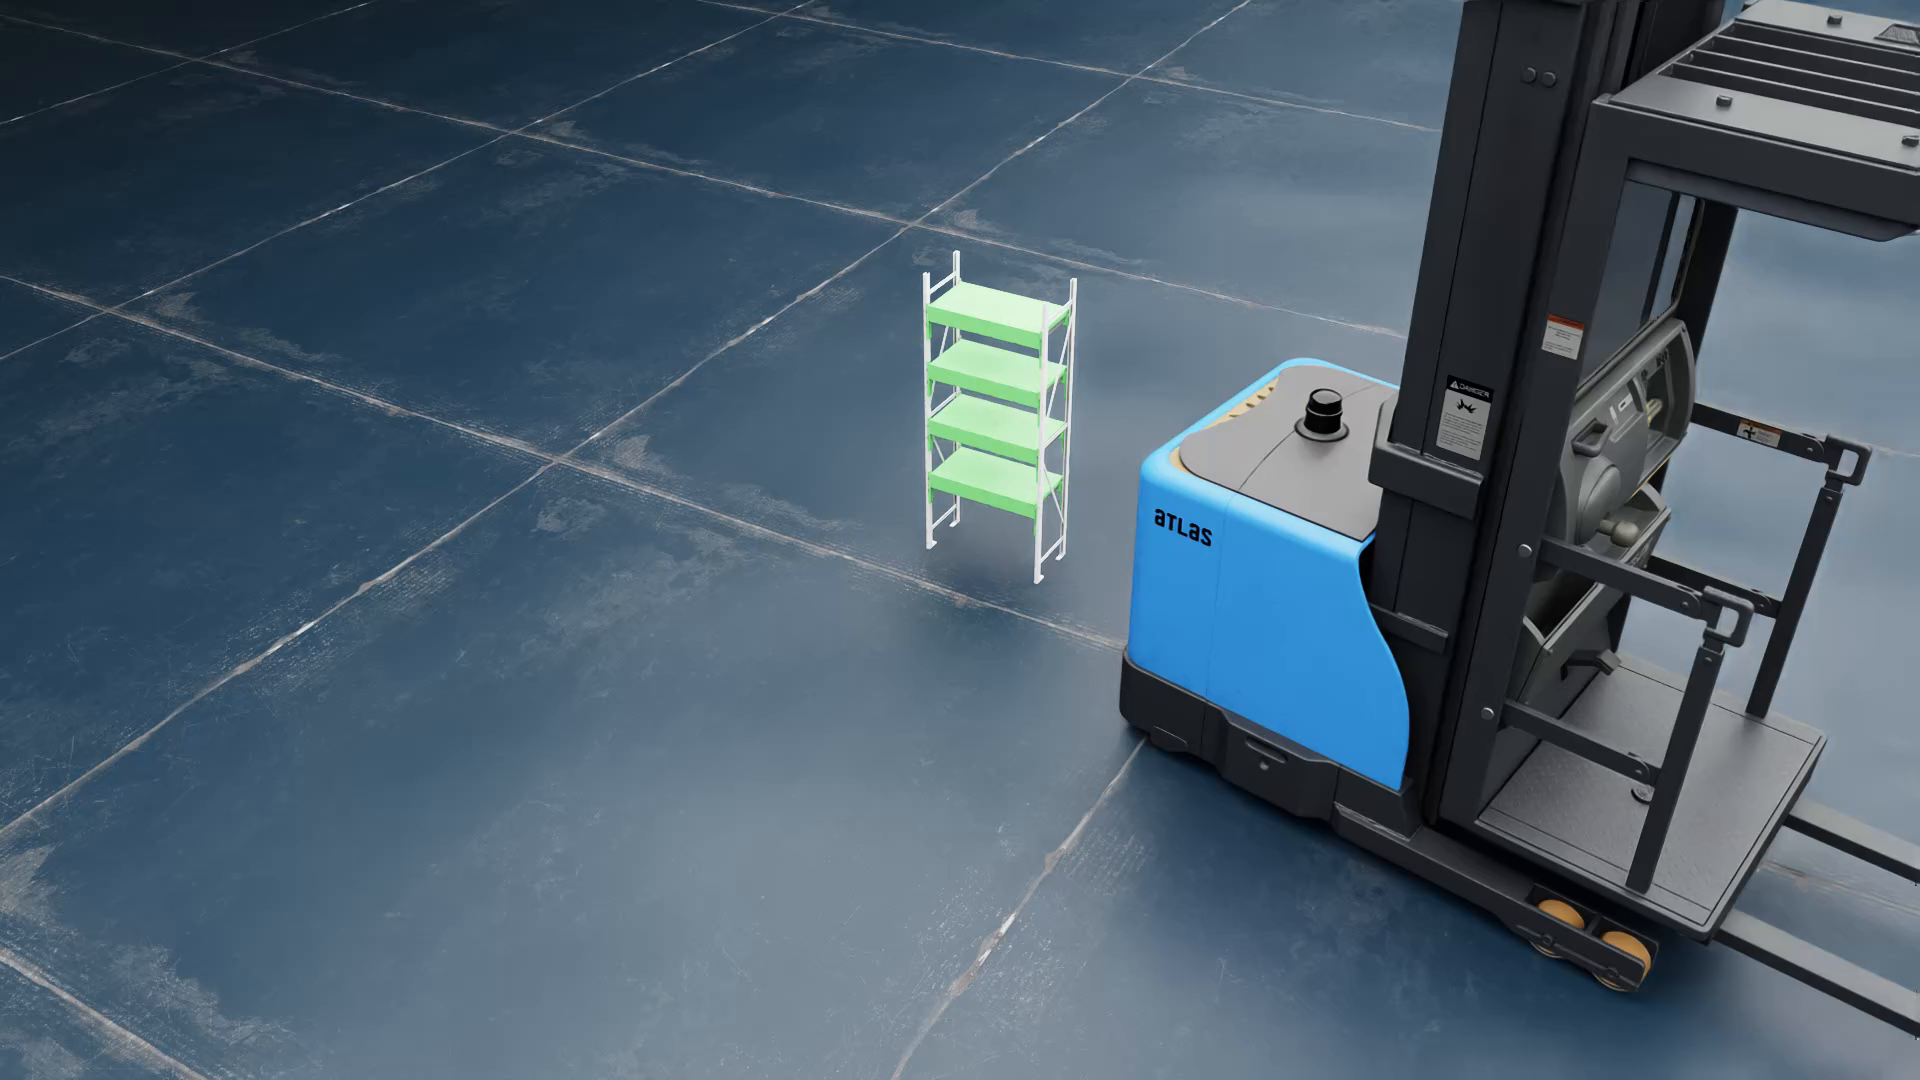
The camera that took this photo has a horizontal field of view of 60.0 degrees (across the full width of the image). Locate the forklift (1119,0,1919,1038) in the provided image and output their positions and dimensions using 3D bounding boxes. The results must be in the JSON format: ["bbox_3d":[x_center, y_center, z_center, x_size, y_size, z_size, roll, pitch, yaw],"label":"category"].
[{"bbox_3d":[2.004,-0.254,4.488,3.031,2.935,1.130,25,41,32],"label":"forklift"}]

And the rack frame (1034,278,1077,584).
[{"bbox_3d":[0.356,-0.387,6.248,0.015,1.200,0.240,18,37,24],"label":"rack frame"}]

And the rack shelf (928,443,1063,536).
[{"bbox_3d":[0.144,-0.201,6.518,0.480,0.148,0.258,18,37,24],"label":"rack shelf"}]

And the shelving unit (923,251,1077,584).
[{"bbox_3d":[0.144,-0.454,6.349,0.503,1.200,0.258,18,37,24],"label":"shelving unit"}]

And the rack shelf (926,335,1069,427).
[{"bbox_3d":[0.144,-0.600,6.251,0.480,0.148,0.258,18,37,24],"label":"rack shelf"}]

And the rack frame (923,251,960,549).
[{"bbox_3d":[-0.068,-0.521,6.450,0.015,1.200,0.240,18,37,24],"label":"rack frame"}]

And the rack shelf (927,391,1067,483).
[{"bbox_3d":[0.144,-0.401,6.384,0.480,0.148,0.258,18,37,24],"label":"rack shelf"}]

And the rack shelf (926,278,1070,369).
[{"bbox_3d":[0.144,-0.800,6.118,0.480,0.148,0.258,18,37,24],"label":"rack shelf"}]
